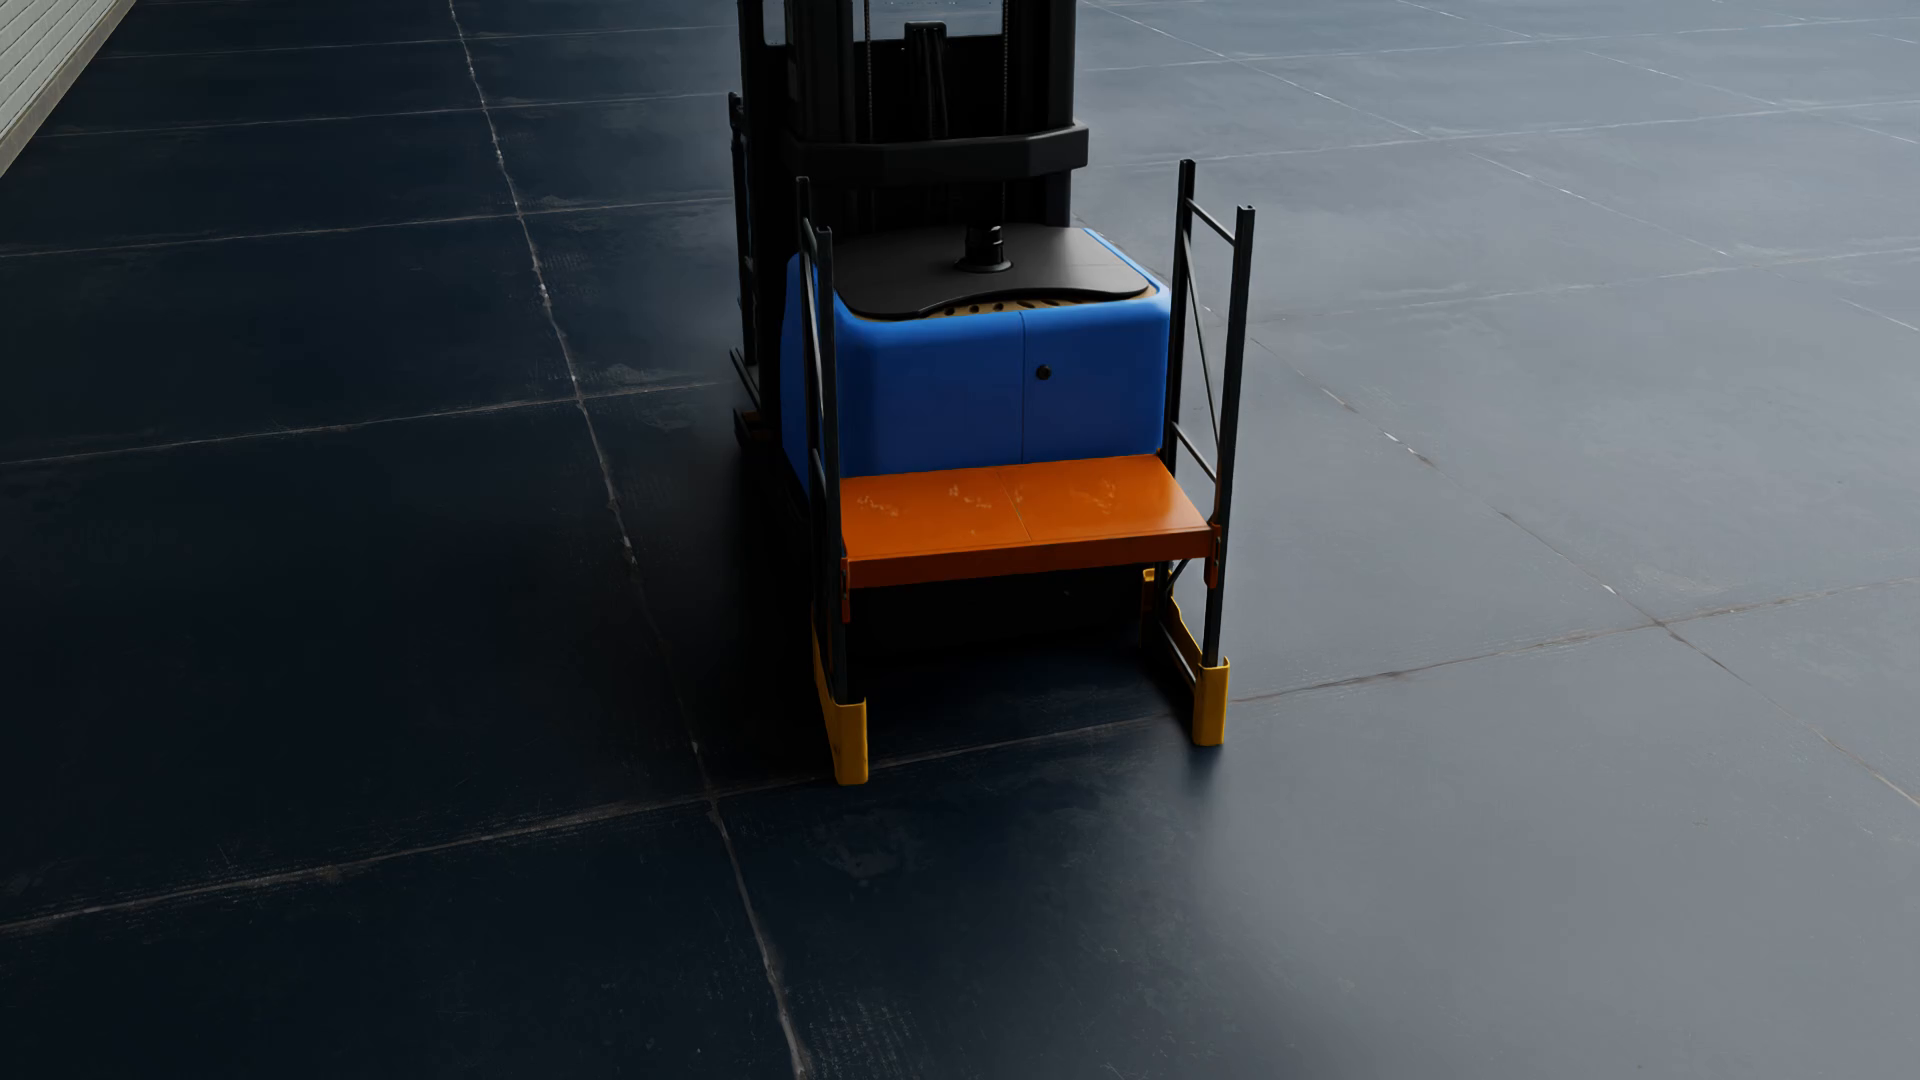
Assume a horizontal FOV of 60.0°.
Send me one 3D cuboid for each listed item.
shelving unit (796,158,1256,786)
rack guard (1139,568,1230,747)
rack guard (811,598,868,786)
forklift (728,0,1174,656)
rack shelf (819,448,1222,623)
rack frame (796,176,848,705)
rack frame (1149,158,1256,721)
[{"bbox_3d":[0.152,-0.188,4.435,1.083,1.500,0.587,-5,27,-10],"label":"shelving unit"},{"bbox_3d":[0.639,0.328,4.803,0.087,0.250,0.587,-5,27,-10],"label":"rack guard"},{"bbox_3d":[-0.338,0.412,4.633,0.087,0.250,0.587,-5,27,-10],"label":"rack guard"},{"bbox_3d":[-0.242,-1.607,5.690,1.130,2.935,3.031,-7,27,-15],"label":"forklift"},{"bbox_3d":[0.142,-0.026,4.515,1.000,0.185,0.538,-5,27,-10],"label":"rack shelf"},{"bbox_3d":[-0.356,-0.144,4.347,0.032,1.500,0.500,-5,27,-10],"label":"rack frame"},{"bbox_3d":[0.642,-0.230,4.520,0.032,1.500,0.500,-5,27,-10],"label":"rack frame"}]
